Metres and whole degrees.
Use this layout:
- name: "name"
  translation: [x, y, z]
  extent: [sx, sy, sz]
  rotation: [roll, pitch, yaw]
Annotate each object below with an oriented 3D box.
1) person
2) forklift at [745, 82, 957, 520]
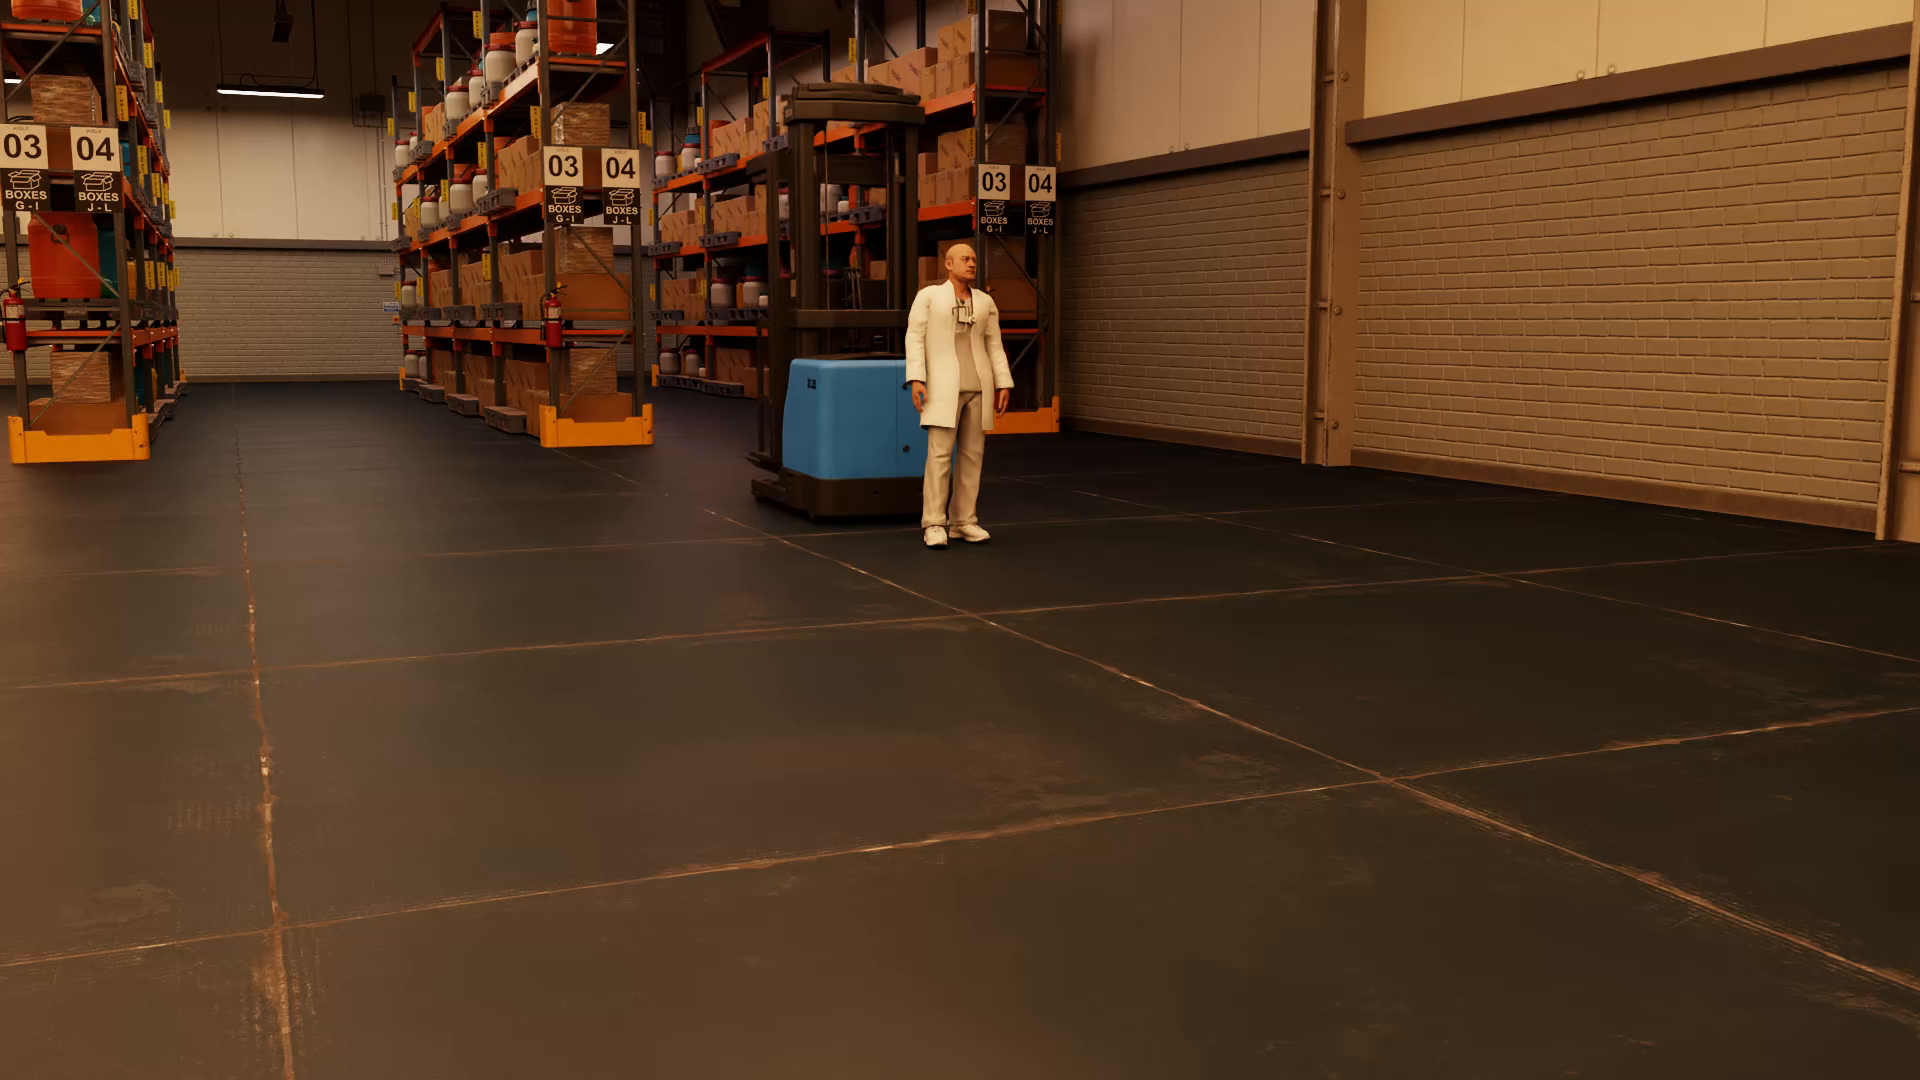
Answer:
- name: "person"
  translation: [0.033, -0.877, 9.952]
  extent: [0.696, 1.778, 0.578]
  rotation: [-3, 8, -23]
- name: "forklift"
  translation: [-0.919, -1.739, 12.134]
  extent: [1.130, 2.935, 3.031]
  rotation: [-3, 8, -20]
